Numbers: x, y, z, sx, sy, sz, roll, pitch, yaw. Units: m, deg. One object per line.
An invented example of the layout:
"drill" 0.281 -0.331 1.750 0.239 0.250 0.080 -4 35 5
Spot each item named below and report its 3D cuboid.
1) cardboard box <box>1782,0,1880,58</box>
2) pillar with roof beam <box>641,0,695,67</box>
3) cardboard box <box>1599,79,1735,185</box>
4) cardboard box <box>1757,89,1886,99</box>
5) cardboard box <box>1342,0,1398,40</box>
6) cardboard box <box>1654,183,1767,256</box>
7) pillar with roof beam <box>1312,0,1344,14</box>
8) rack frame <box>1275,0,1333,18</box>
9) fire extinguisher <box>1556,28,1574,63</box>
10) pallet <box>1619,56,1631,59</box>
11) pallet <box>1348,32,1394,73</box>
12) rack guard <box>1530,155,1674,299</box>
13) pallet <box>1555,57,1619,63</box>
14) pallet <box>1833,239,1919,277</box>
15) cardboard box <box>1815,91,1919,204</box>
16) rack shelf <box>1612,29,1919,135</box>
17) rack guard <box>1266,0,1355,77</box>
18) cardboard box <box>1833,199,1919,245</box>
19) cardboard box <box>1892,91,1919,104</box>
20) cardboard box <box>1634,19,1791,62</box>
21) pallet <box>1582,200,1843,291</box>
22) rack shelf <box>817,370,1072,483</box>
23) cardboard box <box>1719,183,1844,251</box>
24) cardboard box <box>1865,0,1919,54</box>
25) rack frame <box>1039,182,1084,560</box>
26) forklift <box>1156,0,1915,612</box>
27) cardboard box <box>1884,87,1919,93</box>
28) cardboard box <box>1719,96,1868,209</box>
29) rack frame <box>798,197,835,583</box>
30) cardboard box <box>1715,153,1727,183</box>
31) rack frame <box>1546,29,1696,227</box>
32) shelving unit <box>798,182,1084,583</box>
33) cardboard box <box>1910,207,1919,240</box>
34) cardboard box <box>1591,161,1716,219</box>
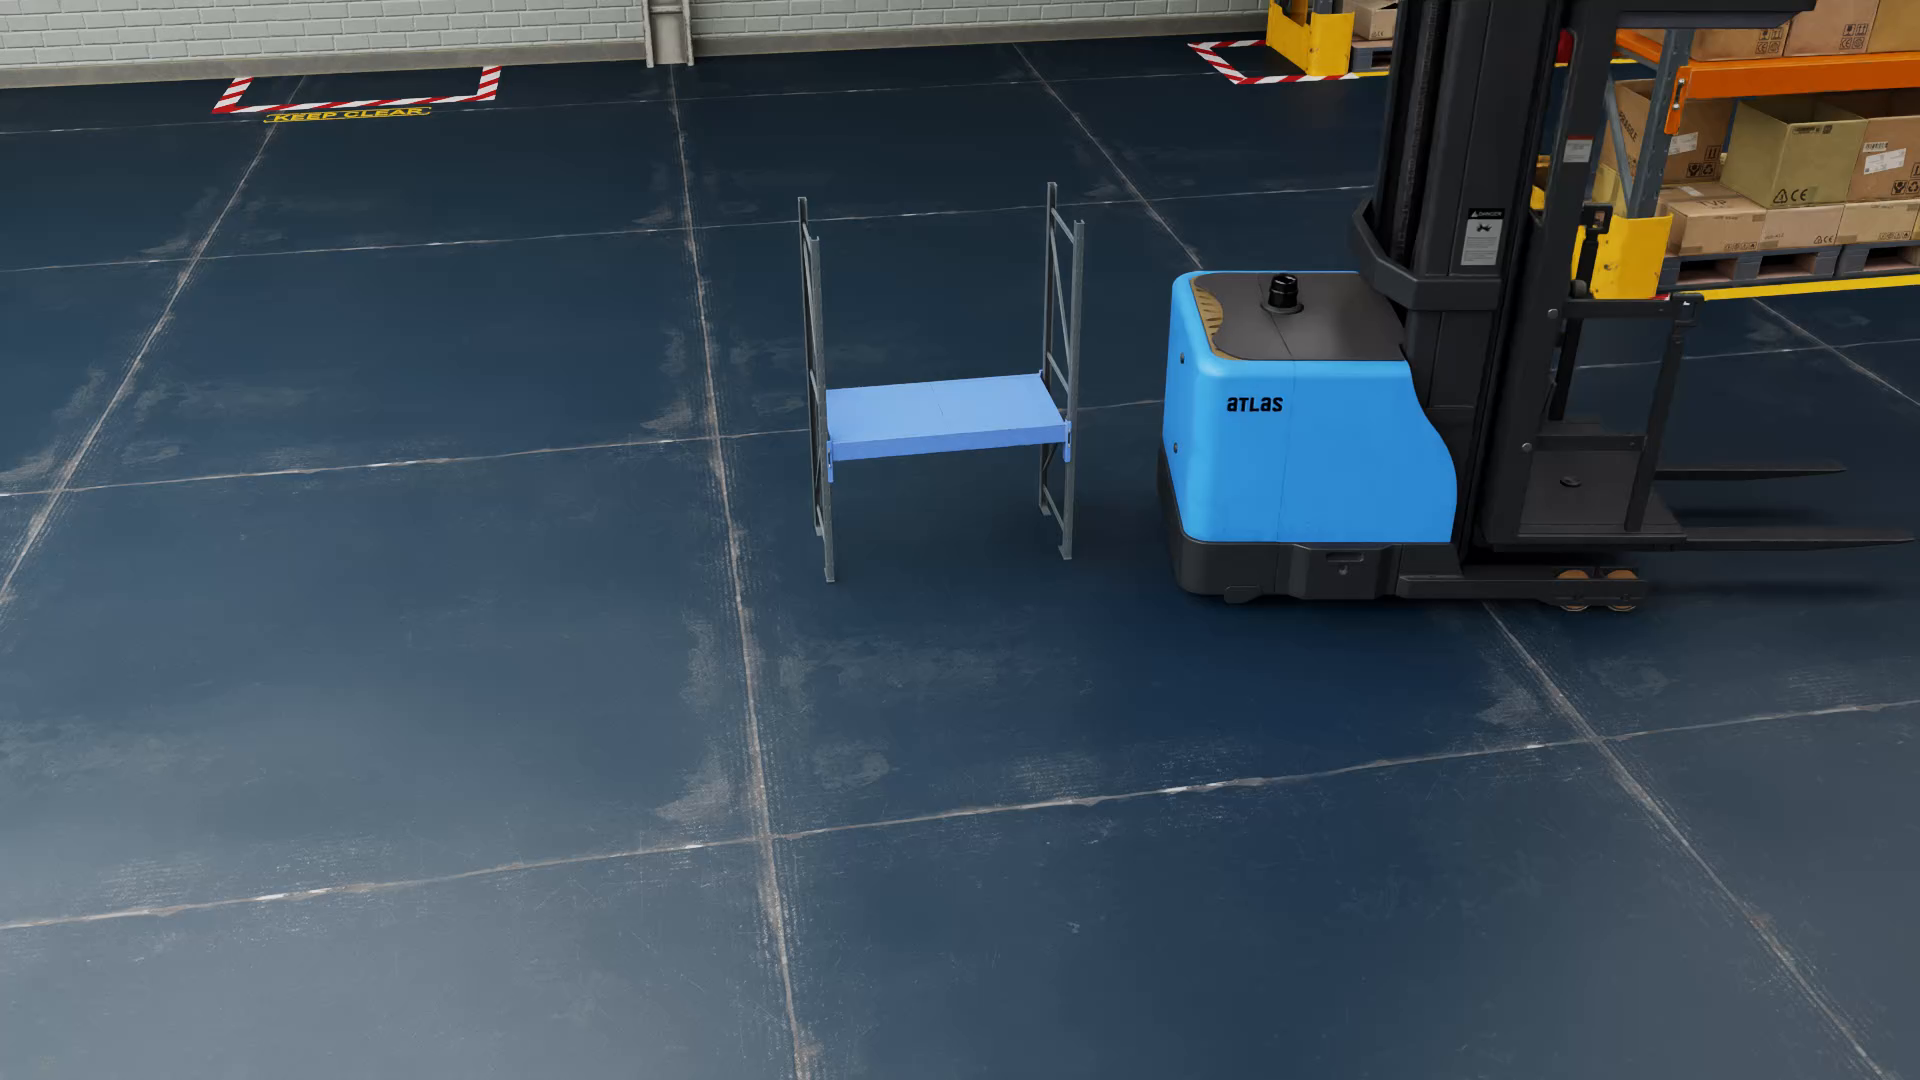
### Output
"cardboard box" 4.769 -3.089 9.446 0.500 0.500 0.700 -5 31 -8
"pillar with roof beam" -1.698 -5.816 8.264 0.400 9.000 9.100 -5 31 -9
"cardboard box" 4.265 -2.476 10.060 0.500 0.500 0.500 -5 31 -9
"cardboard box" 5.246 -2.575 10.228 0.500 0.500 0.500 -5 31 -9
"cardboard box" 3.592 -4.478 14.125 0.500 0.311 0.500 -9 32 -15
"cardboard box" 4.359 -1.894 9.809 0.500 0.250 0.500 -5 31 -9
"pillar with roof beam" 4.204 -6.364 9.195 0.400 9.000 9.100 -5 31 -9
"rack frame" 2.896 -5.429 13.524 0.127 3.000 1.000 -5 31 -9
"fire extinguisher" 3.592 -3.147 9.719 0.183 0.674 0.296 -5 31 -9
"pallet" 6.176 -4.513 14.718 1.213 0.211 1.003 -5 31 -9
"pallet" 3.776 -4.291 14.339 1.213 0.211 1.003 -5 31 -9
"rack guard" 3.768 -1.880 9.954 0.348 0.500 1.175 -5 31 -9
"pallet" 4.973 -4.400 14.525 1.213 0.211 1.003 -5 31 -9
"pallet" 5.734 -1.958 10.372 1.213 0.211 1.003 -5 31 -9
"cardboard box" 5.340 -2.316 9.787 0.500 0.500 0.500 -5 31 -9
"rack shelf" 5.759 -2.832 9.817 4.000 0.370 1.077 -5 31 -9
"rack guard" 2.970 -4.359 14.169 0.348 0.500 1.175 -5 31 -9
"cardboard box" 5.342 -1.987 9.967 0.500 0.250 0.500 -5 31 -9
"cardboard box" 5.835 -2.352 9.850 0.500 0.500 0.500 -5 31 -9
"cardboard box" 4.253 -3.039 9.361 0.500 0.500 0.700 -5 31 -9
"pallet" 4.536 -1.849 10.185 1.213 0.211 1.003 -5 31 -9
"rack shelf" -0.084 -0.484 6.948 1.000 0.185 0.538 -5 31 -9
"cardboard box" 4.850 -1.941 9.890 0.500 0.250 0.500 -5 31 -9
"cardboard box" 5.258 -3.132 9.518 0.500 0.500 0.700 -5 31 -9
"rack frame" 0.416 -0.685 6.936 0.032 1.500 0.500 -5 31 -9
"forklift" 2.405 -1.244 6.474 3.031 2.935 1.130 0 30 0
"cardboard box" 5.739 -2.620 10.305 0.500 0.500 0.500 -5 31 -9
"cardboard box" 4.851 -2.263 9.699 0.500 0.500 0.500 -5 31 -9
"rack frame" -0.584 -0.592 6.778 0.032 1.500 0.500 -5 31 -9
"cardboard box" 4.756 -2.203 10.336 0.500 0.250 0.500 -5 31 -9
"rack frame" 3.792 -2.960 9.324 0.127 3.000 1.000 -5 31 -9
"shelving unit" -0.084 -0.639 6.857 1.048 1.500 0.538 -5 31 -9
"cardboard box" 5.835 -2.030 10.041 0.500 0.250 0.500 -5 31 -9
"cardboard box" 4.266 -2.152 10.249 0.500 0.250 0.500 -5 31 -9
